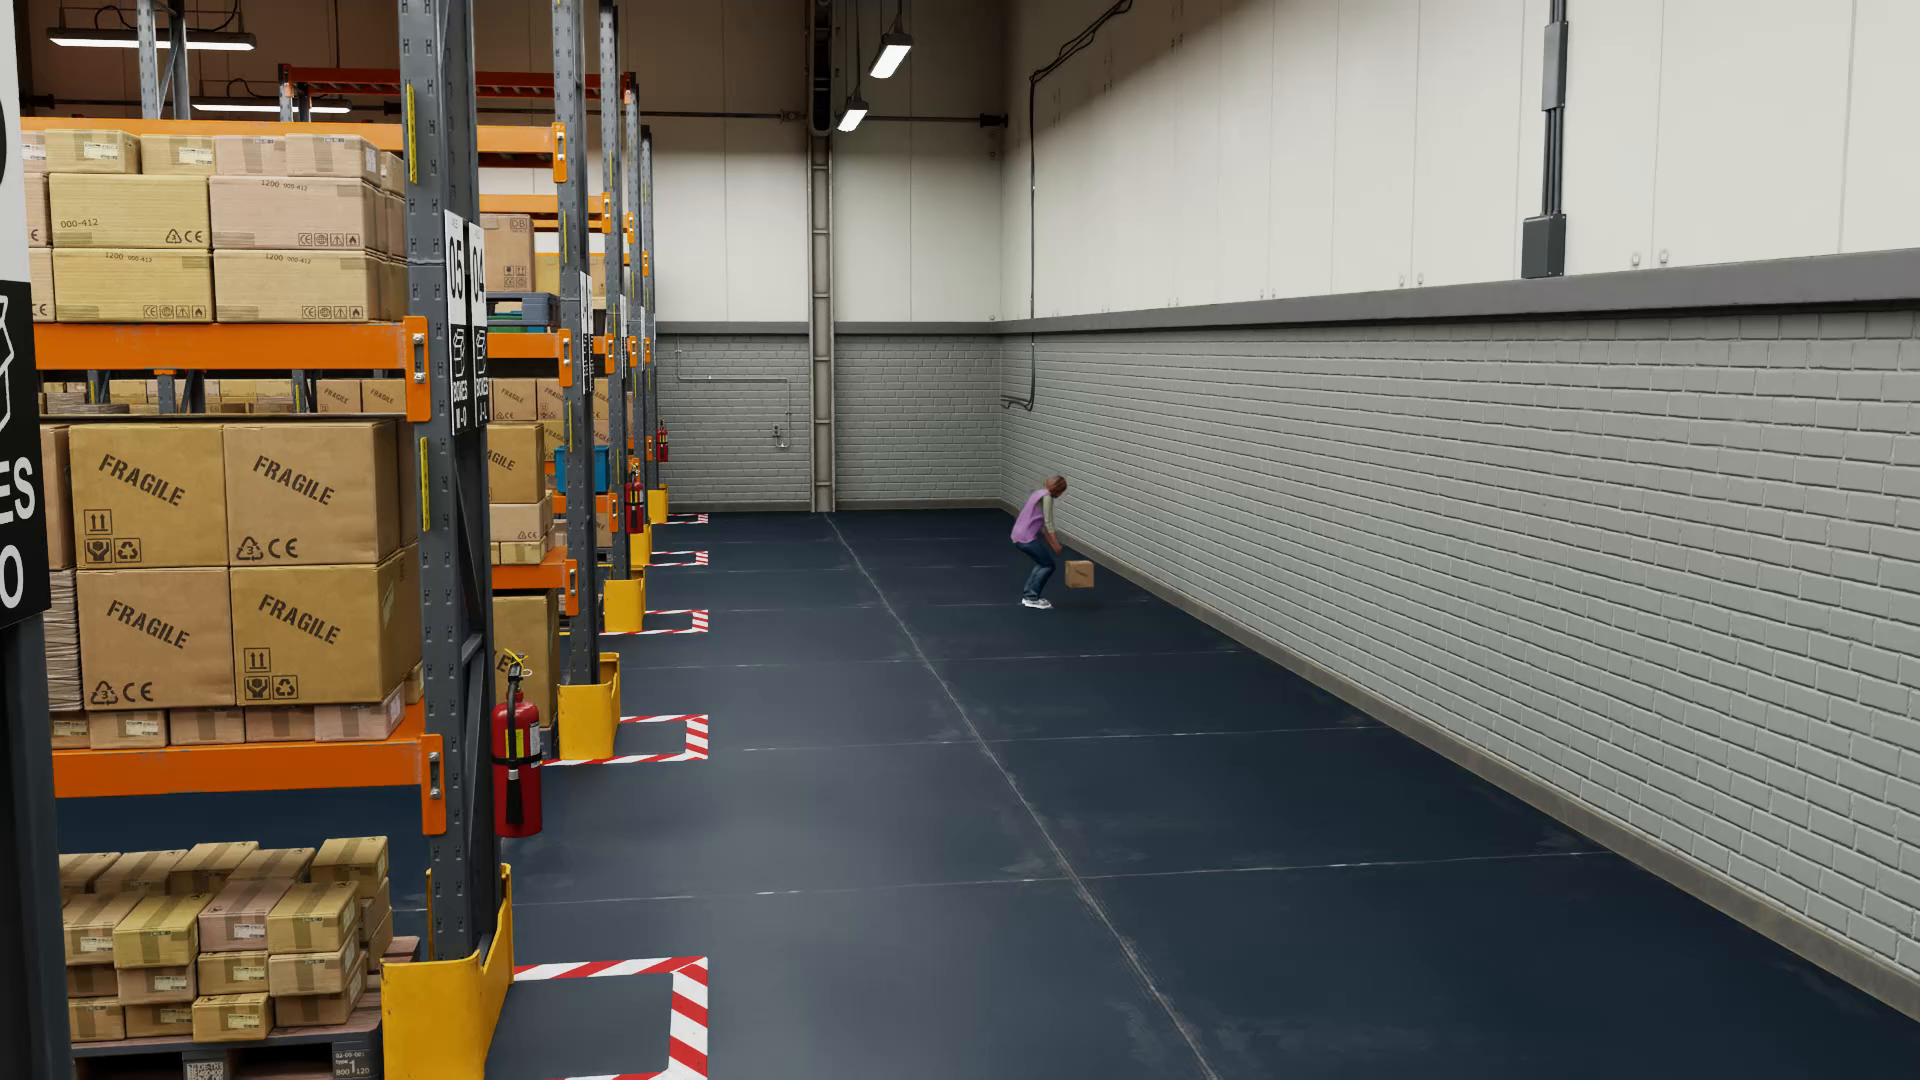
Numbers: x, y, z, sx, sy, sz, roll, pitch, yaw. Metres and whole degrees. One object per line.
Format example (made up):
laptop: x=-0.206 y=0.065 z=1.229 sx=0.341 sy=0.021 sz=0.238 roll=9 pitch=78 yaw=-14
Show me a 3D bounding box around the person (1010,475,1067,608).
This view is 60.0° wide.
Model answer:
person: x=0.825 y=0.009 z=17.434 sx=0.601 sy=1.376 sz=0.460 roll=-1 pitch=7 yaw=-8
